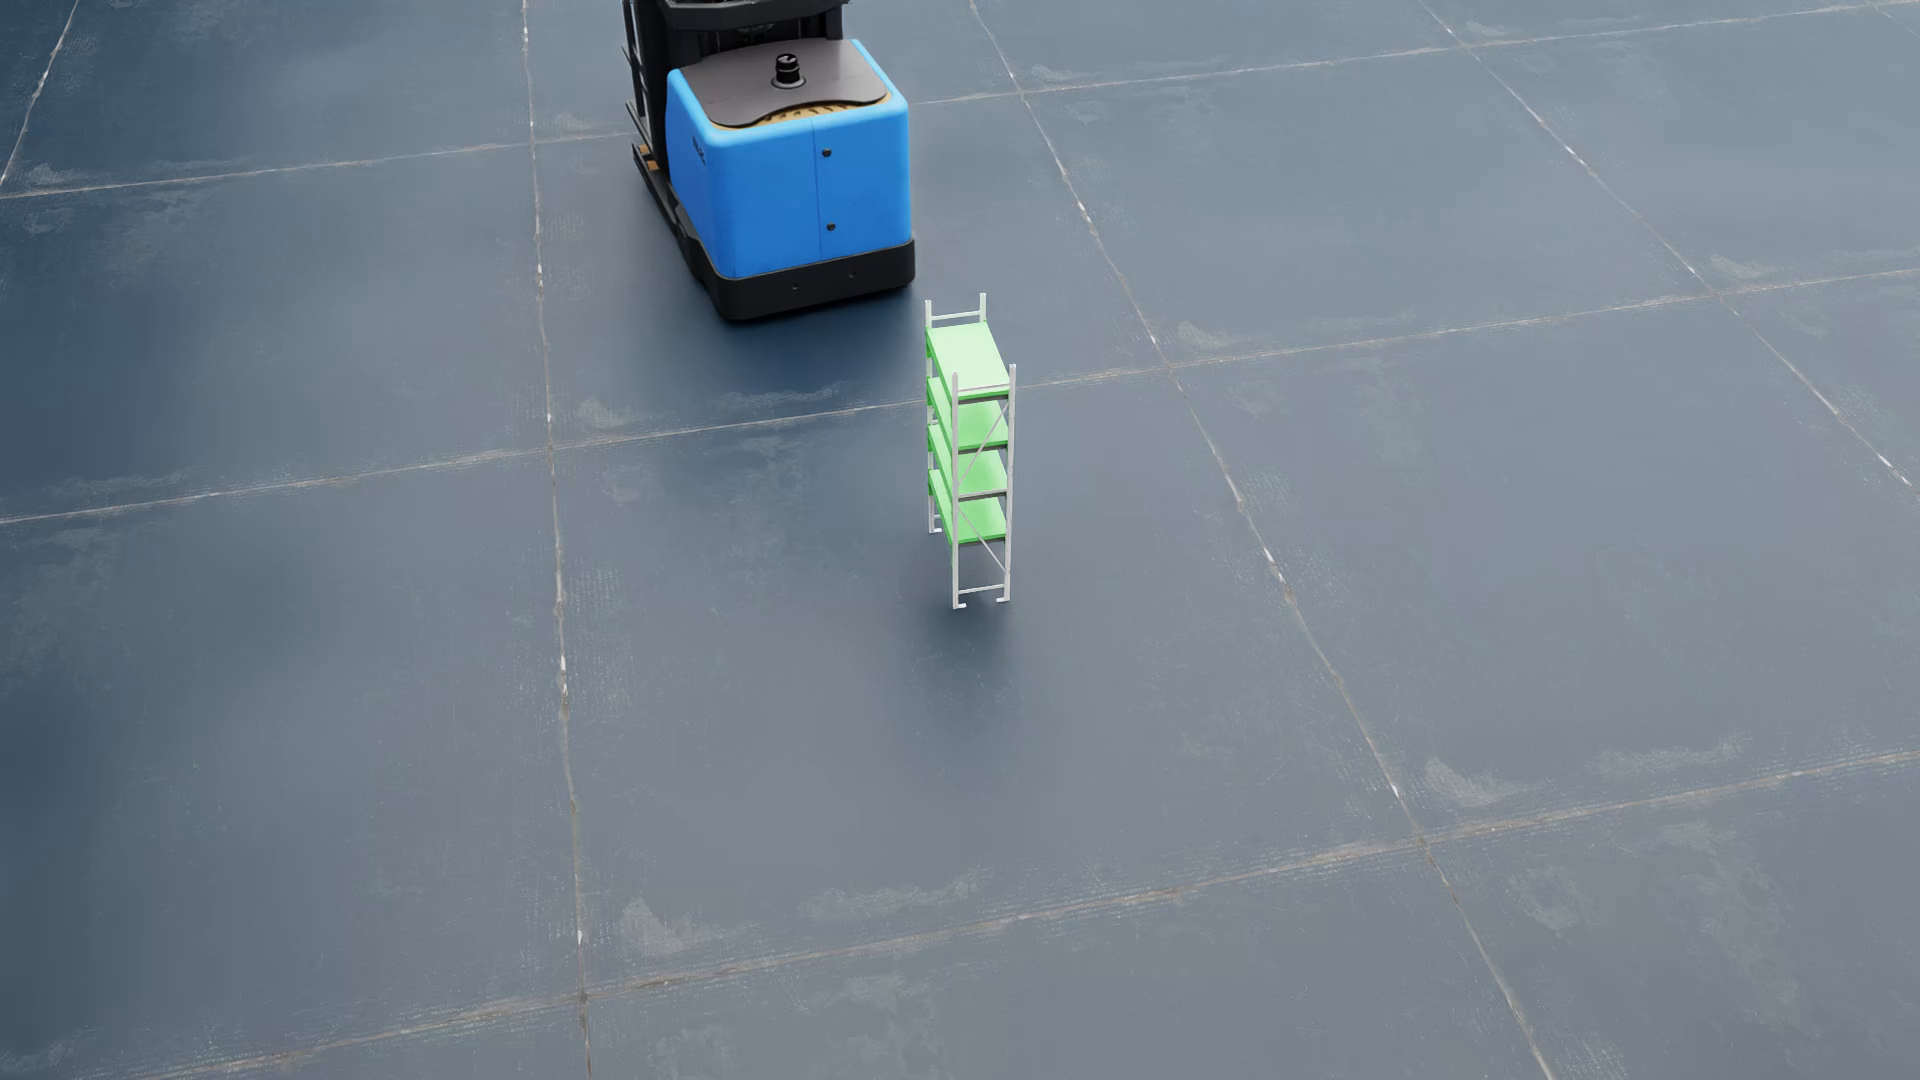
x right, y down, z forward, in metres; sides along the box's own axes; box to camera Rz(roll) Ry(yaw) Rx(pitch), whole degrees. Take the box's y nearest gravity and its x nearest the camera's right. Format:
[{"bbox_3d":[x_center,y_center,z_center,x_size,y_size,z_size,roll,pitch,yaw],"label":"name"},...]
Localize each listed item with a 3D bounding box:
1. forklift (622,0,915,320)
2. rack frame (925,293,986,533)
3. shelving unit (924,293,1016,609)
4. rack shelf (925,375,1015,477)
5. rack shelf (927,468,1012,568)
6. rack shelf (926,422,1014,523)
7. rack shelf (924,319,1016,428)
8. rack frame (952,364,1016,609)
[{"bbox_3d":[-1.246,-3.194,8.640,1.130,2.935,3.031,-15,44,-16],"label":"forklift"},{"bbox_3d":[-0.017,-0.500,6.909,0.240,1.200,0.015,-8,42,-9],"label":"rack frame"},{"bbox_3d":[0.036,-0.341,6.731,0.258,1.200,0.503,-8,42,-9],"label":"shelving unit"},{"bbox_3d":[0.036,-0.473,6.614,0.258,0.148,0.480,-8,42,-9],"label":"rack shelf"},{"bbox_3d":[0.036,-0.114,6.933,0.258,0.148,0.480,-8,42,-9],"label":"rack shelf"},{"bbox_3d":[0.036,-0.294,6.773,0.258,0.148,0.480,-8,42,-9],"label":"rack shelf"},{"bbox_3d":[0.036,-0.653,6.455,0.258,0.148,0.480,-8,42,-9],"label":"rack shelf"},{"bbox_3d":[0.088,-0.183,6.553,0.240,1.200,0.015,-8,42,-9],"label":"rack frame"}]
